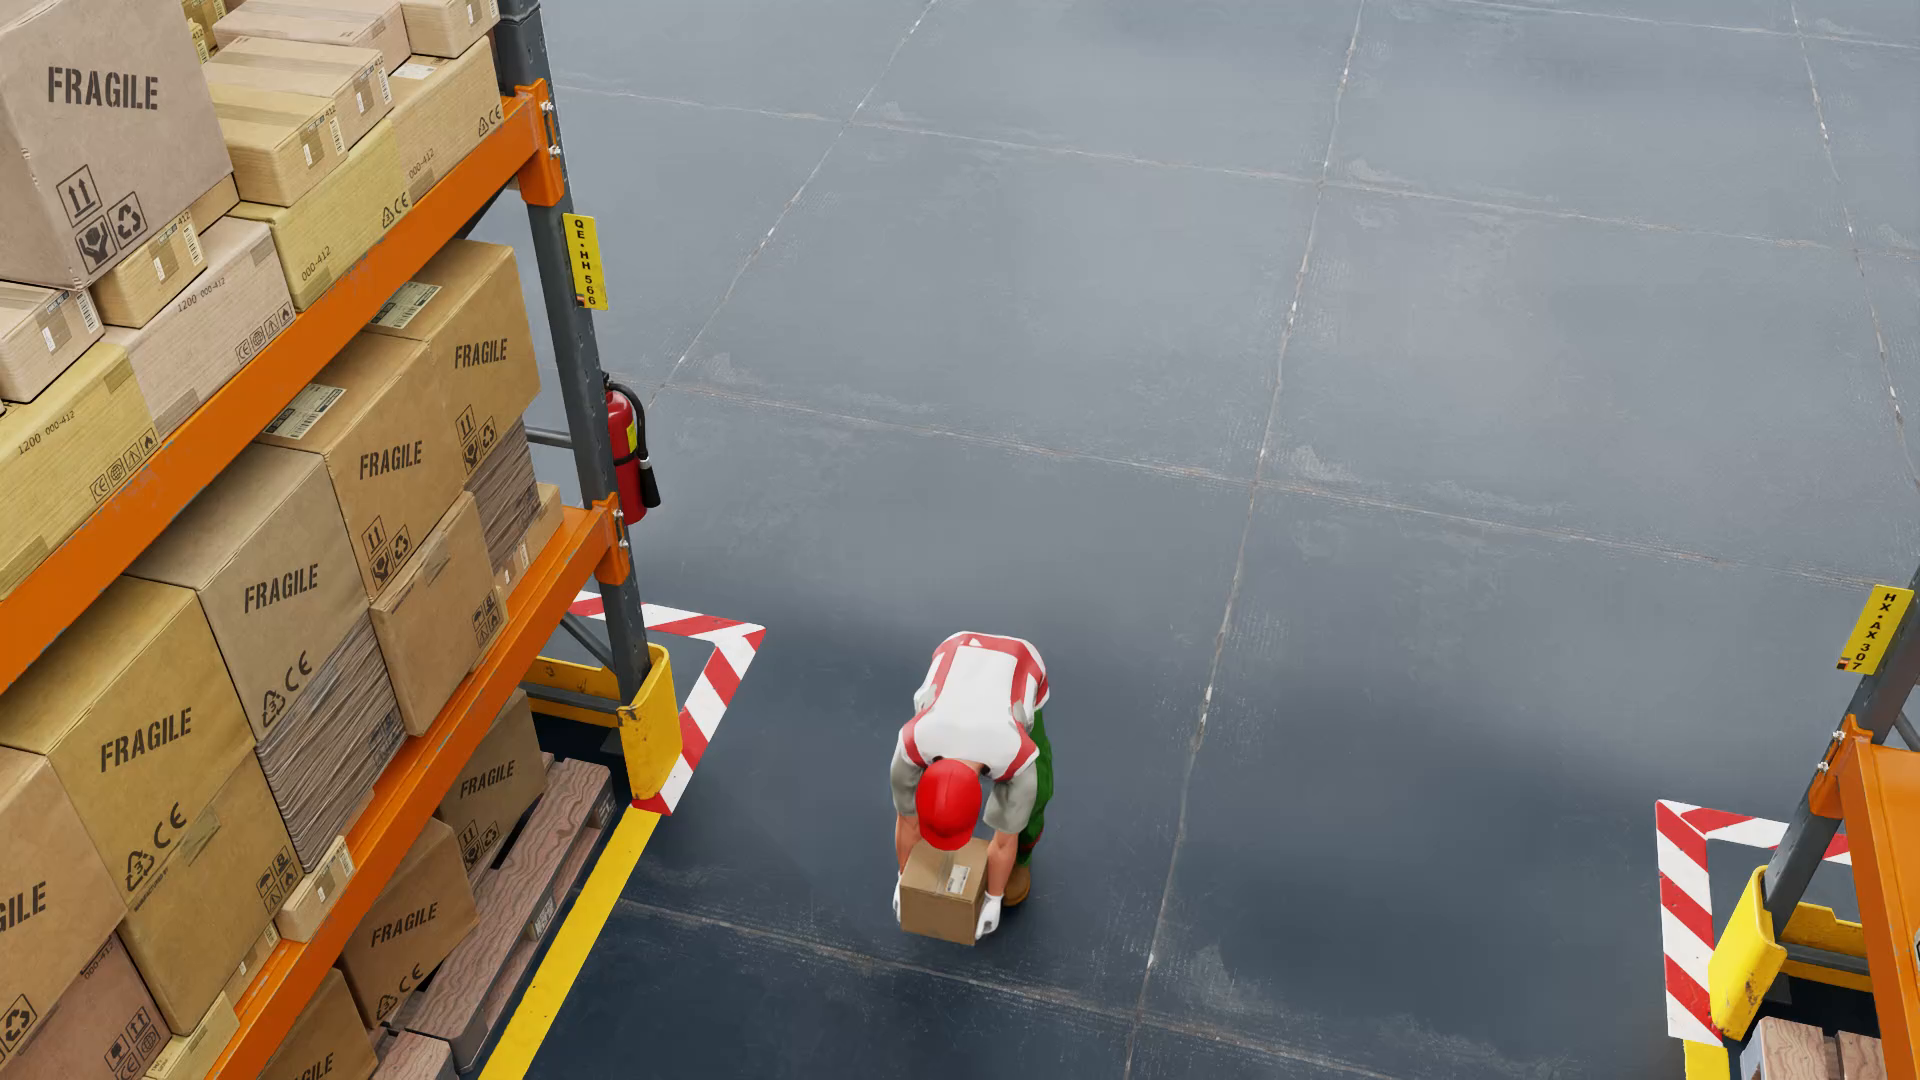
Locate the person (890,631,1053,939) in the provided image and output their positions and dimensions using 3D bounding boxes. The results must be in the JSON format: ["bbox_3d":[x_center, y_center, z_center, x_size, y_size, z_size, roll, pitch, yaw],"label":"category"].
[{"bbox_3d":[0.039,0.894,5.597,0.517,1.134,0.951,8,41,9],"label":"person"}]
